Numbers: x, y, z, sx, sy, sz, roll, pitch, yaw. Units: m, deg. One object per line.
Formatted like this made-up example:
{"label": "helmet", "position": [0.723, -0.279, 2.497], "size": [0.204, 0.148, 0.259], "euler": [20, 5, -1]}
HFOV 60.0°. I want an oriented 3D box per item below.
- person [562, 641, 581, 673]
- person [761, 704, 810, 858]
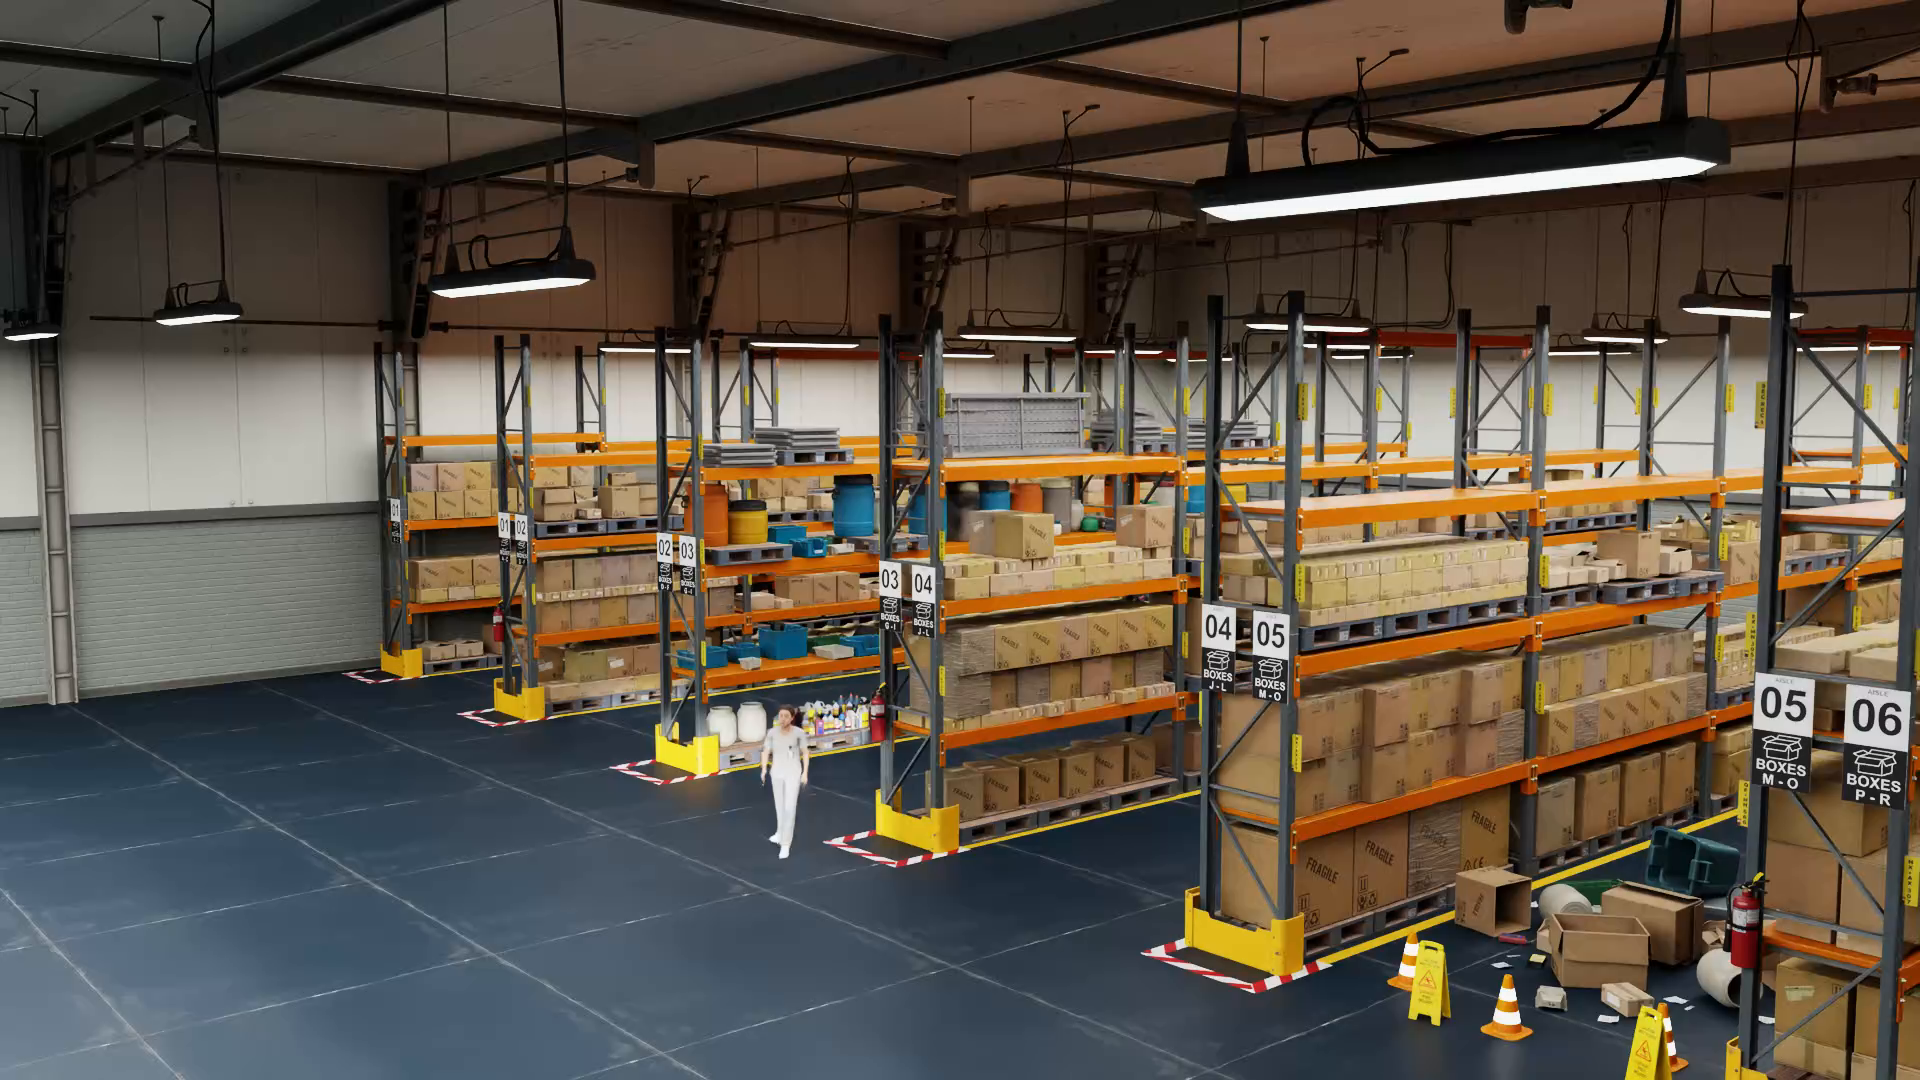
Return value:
{"label": "person", "position": [-6.947, 1.703, 30.039], "size": [0.519, 1.495, 0.837], "euler": [3, 6, 26]}
{"label": "person", "position": [-1.937, 2.626, 18.465], "size": [0.515, 1.647, 0.810], "euler": [1, 5, 9]}
